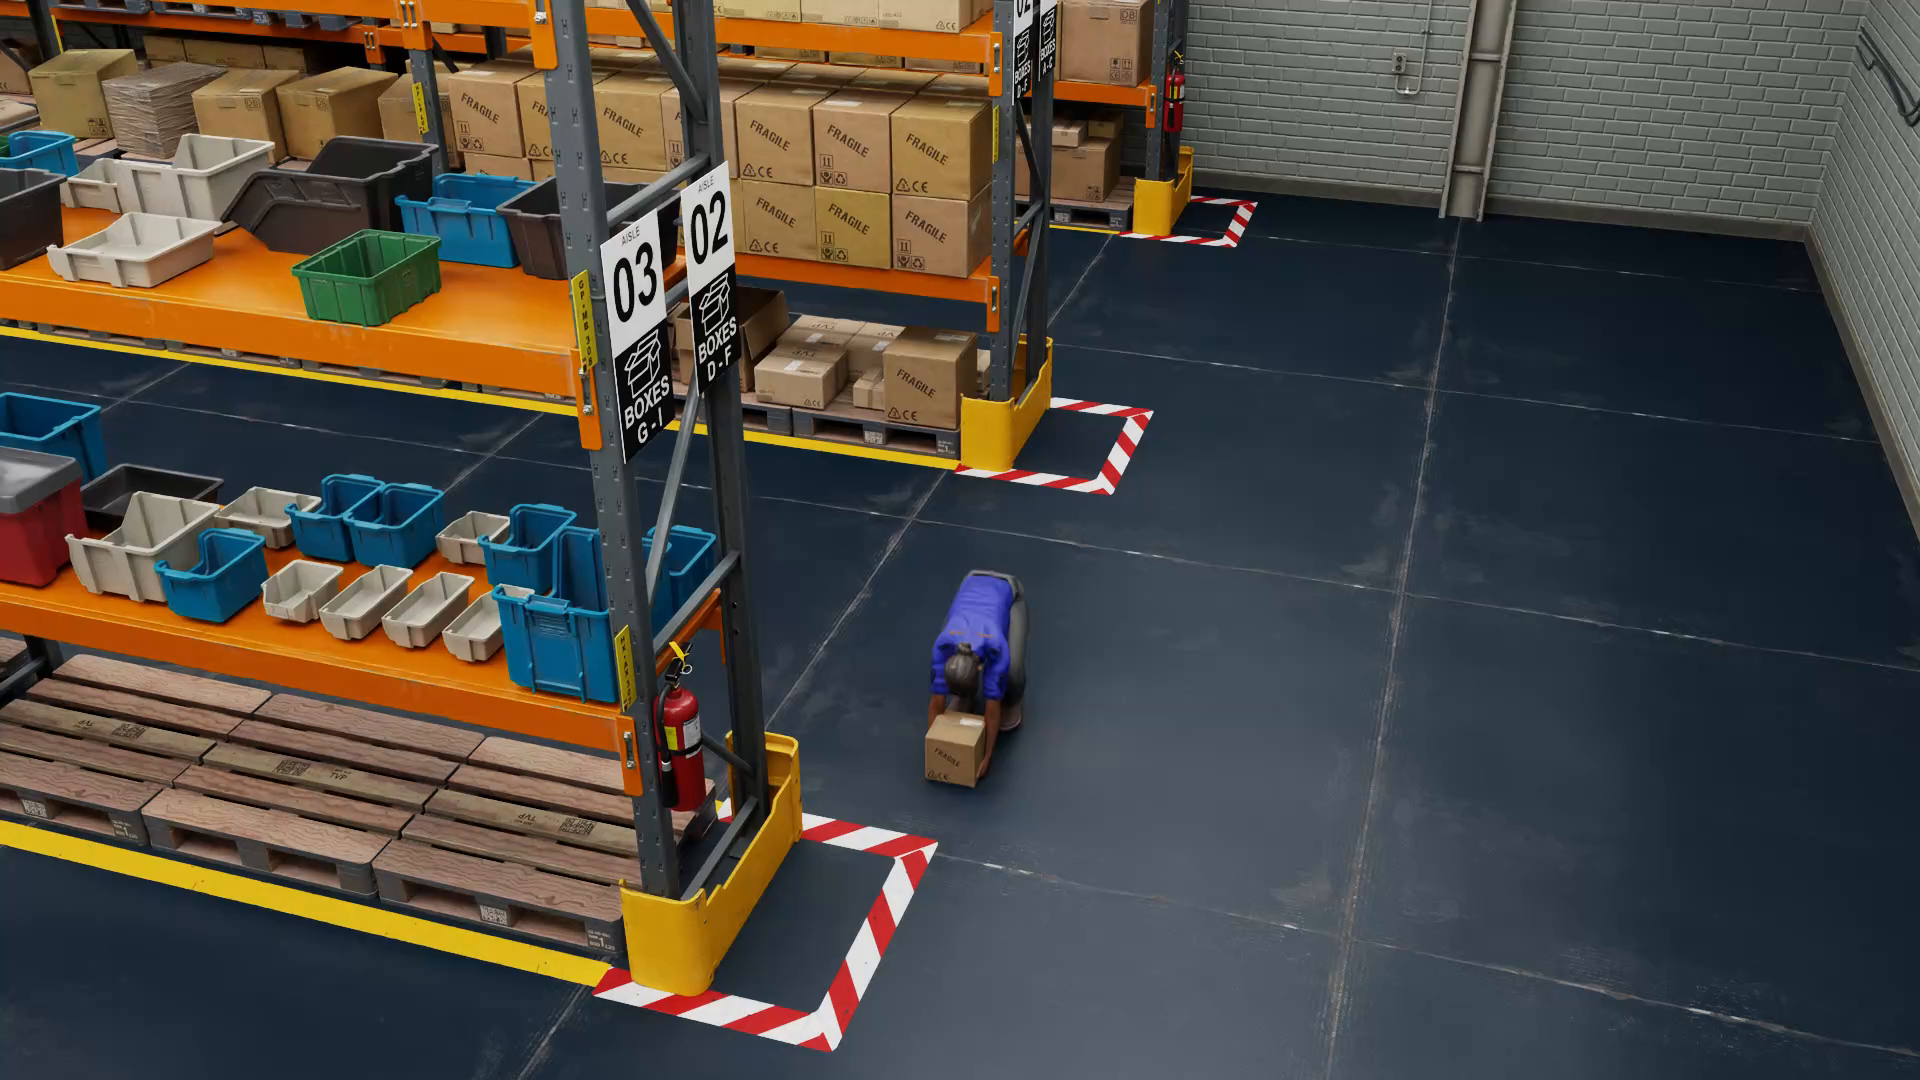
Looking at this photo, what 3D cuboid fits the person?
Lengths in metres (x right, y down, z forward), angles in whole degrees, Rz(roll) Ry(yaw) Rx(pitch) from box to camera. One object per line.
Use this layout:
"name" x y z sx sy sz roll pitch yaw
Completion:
"person" 0.093 0.640 8.278 0.472 0.793 0.871 7 30 13
